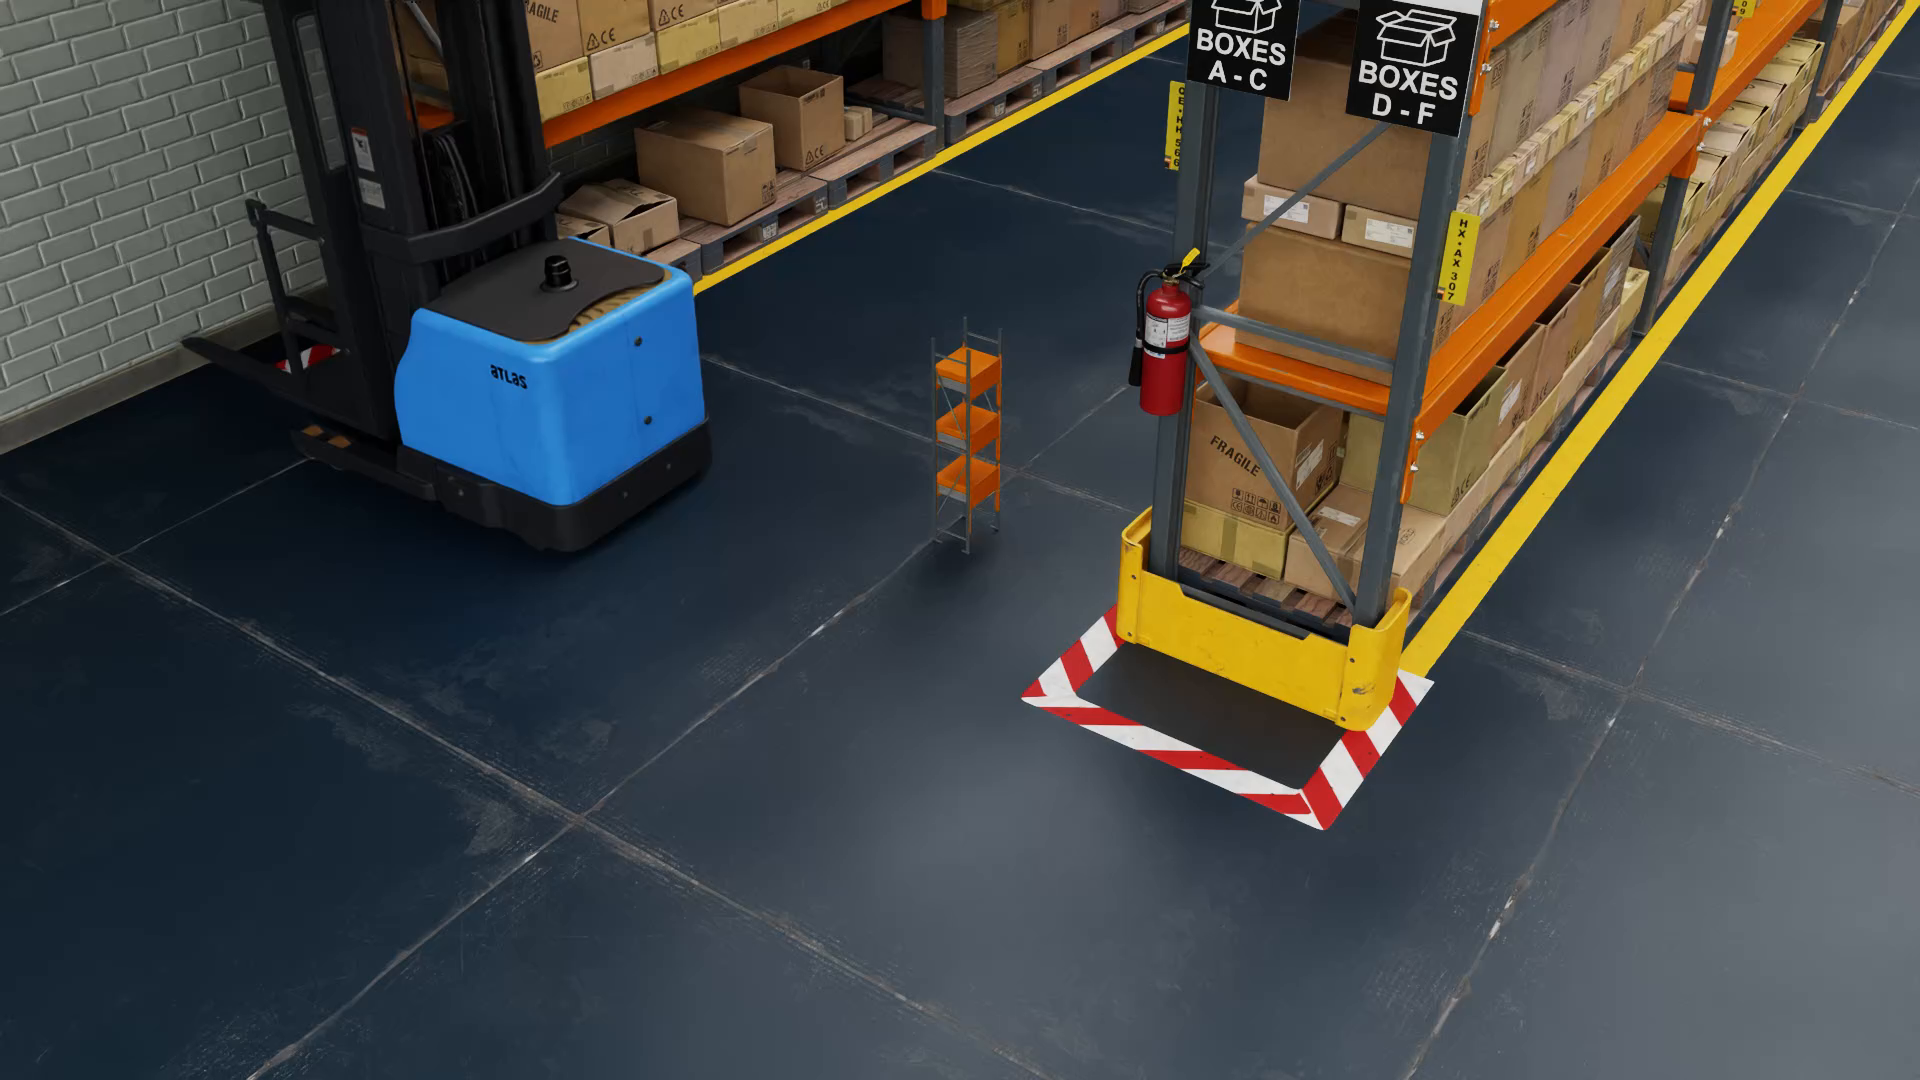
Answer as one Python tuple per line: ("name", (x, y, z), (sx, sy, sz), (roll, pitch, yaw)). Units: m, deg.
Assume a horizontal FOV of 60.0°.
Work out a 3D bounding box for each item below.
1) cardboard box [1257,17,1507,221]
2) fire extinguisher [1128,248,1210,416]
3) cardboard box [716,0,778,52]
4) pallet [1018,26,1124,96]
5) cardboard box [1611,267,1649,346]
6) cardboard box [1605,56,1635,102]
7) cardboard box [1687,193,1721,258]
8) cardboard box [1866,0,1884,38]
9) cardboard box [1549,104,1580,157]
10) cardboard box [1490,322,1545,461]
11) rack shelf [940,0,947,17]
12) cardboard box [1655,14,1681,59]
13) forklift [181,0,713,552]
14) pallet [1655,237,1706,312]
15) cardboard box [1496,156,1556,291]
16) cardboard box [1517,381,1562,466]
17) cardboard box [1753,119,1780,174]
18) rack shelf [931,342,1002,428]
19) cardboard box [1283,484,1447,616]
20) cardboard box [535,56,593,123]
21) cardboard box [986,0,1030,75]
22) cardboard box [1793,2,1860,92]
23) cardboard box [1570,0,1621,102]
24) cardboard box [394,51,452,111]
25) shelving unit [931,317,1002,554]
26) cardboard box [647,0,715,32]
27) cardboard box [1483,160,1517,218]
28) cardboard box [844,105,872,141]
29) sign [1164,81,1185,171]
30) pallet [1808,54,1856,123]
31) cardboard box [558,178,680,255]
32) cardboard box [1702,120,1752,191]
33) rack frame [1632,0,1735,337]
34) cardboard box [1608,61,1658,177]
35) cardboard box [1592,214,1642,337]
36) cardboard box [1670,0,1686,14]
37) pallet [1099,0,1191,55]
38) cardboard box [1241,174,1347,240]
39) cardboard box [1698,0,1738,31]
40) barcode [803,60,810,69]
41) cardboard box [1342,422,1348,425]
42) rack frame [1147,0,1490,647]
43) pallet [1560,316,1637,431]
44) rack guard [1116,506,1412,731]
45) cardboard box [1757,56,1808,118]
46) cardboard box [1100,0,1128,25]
("cardboard box", (1.544, -1.556, 6.126), (0.700, 0.500, 0.500), (21, 40, 28))
("fire extinguisher", (0.788, -0.804, 6.331), (0.296, 0.674, 0.183), (21, 39, 28))
("cardboard box", (-1.426, -3.100, 9.773), (0.500, 0.250, 0.500), (22, 40, 29))
("pallet", (0.584, -3.931, 13.374), (1.003, 0.211, 1.213), (21, 39, 28))
("cardboard box", (3.433, -1.335, 9.126), (0.500, 0.250, 0.500), (21, 39, 28))
("cardboard box", (2.813, -2.116, 7.533), (0.380, 0.149, 0.250), (22, 40, 29))
("cardboard box", (4.244, -1.959, 10.049), (0.500, 0.250, 0.500), (22, 40, 29))
("cardboard box", (7.170, -4.403, 13.421), (0.500, 0.500, 0.500), (20, 39, 27))
("cardboard box", (2.370, -1.757, 7.003), (0.380, 0.149, 0.250), (21, 39, 28))
("cardboard box", (2.283, -0.728, 7.560), (0.500, 0.500, 0.500), (21, 39, 28))
("rack shelf", (0.586, -4.786, 12.792), (1.077, 0.370, 4.000), (21, 39, 28))
("cardboard box", (3.249, -2.465, 8.049), (0.380, 0.149, 0.250), (20, 39, 27))
("forklift", (-2.735, -1.787, 7.776), (3.031, 2.935, 1.130), (20, 39, 27))
("pallet", (3.905, -1.779, 10.193), (1.003, 0.211, 1.213), (21, 39, 28))
("cardboard box", (2.097, -1.464, 7.148), (0.700, 0.500, 0.500), (22, 40, 28))
("cardboard box", (2.582, -0.643, 8.102), (0.500, 0.250, 0.500), (21, 39, 28))
("cardboard box", (5.118, -2.670, 11.100), (0.500, 0.250, 0.500), (22, 40, 29))
("rack shelf", (0.031, -0.686, 7.339), (0.215, 0.259, 0.240), (21, 39, 28))
("cardboard box", (1.725, 0.047, 7.082), (0.500, 0.250, 0.500), (21, 39, 28))
("cardboard box", (-2.296, -2.392, 8.726), (0.500, 0.250, 0.500), (20, 39, 27))
("cardboard box", (0.105, -3.908, 12.690), (0.700, 0.500, 0.500), (20, 39, 27))
("cardboard box", (6.292, -3.689, 12.366), (0.500, 0.500, 0.500), (23, 40, 30))
("cardboard box", (2.411, -2.263, 7.171), (0.700, 0.500, 0.500), (21, 39, 28))
("cardboard box", (-2.728, -2.546, 8.953), (0.500, 0.250, 0.500), (22, 40, 29))
("shelving unit", (0.031, -0.460, 7.492), (0.215, 1.050, 0.252), (21, 39, 28))
("cardboard box", (-1.726, -3.163, 9.197), (0.500, 0.500, 0.500), (20, 39, 27))
("cardboard box", (1.929, -1.401, 6.476), (0.380, 0.149, 0.250), (21, 40, 28))
("cardboard box", (-0.835, -2.916, 11.521), (0.380, 0.166, 0.250), (16, 37, 22))
("sign", (0.799, -1.500, 6.045), (0.100, 0.325, 0.005), (21, 39, 28))
("pallet", (6.255, -3.600, 12.885), (1.003, 0.211, 1.213), (21, 39, 28))
("cardboard box", (-2.041, -1.943, 9.953), (0.500, 0.311, 0.500), (25, 41, 32))
("cardboard box", (4.542, -2.428, 10.242), (0.500, 0.311, 0.500), (20, 39, 27))
("rack frame", (3.517, -2.583, 8.892), (1.000, 3.000, 0.127), (21, 39, 28))
("cardboard box", (2.974, -2.173, 8.197), (0.700, 0.500, 0.500), (21, 39, 28))
("cardboard box", (3.138, -1.419, 8.581), (0.500, 0.500, 0.500), (21, 39, 28))
("cardboard box", (3.270, -2.956, 8.196), (0.700, 0.500, 0.500), (21, 40, 28))
("pallet", (1.280, -4.490, 14.201), (1.003, 0.211, 1.213), (21, 39, 28))
("cardboard box", (1.298, -1.289, 6.310), (0.380, 0.149, 0.250), (21, 39, 27))
("cardboard box", (4.269, -3.215, 9.737), (0.500, 0.500, 0.500), (24, 41, 31))
("barcode", (-1.059, -3.271, 11.462), (0.001, 0.075, 0.075), (21, 39, 28))
("cardboard box", (1.859, -0.583, 8.014), (0.500, 0.250, 0.500), (21, 39, 28))
("rack frame", (1.237, -0.742, 6.170), (1.000, 3.000, 0.127), (21, 39, 28))
("pallet", (3.030, -1.075, 9.152), (1.003, 0.211, 1.213), (21, 39, 28))
("rack guard", (1.223, 0.304, 6.854), (1.175, 0.500, 0.348), (21, 39, 28))
("cardboard box", (5.411, -3.130, 11.280), (0.500, 0.311, 0.500), (21, 39, 28))
("cardboard box", (0.970, -4.603, 13.718), (0.700, 0.500, 0.500), (21, 39, 28))
